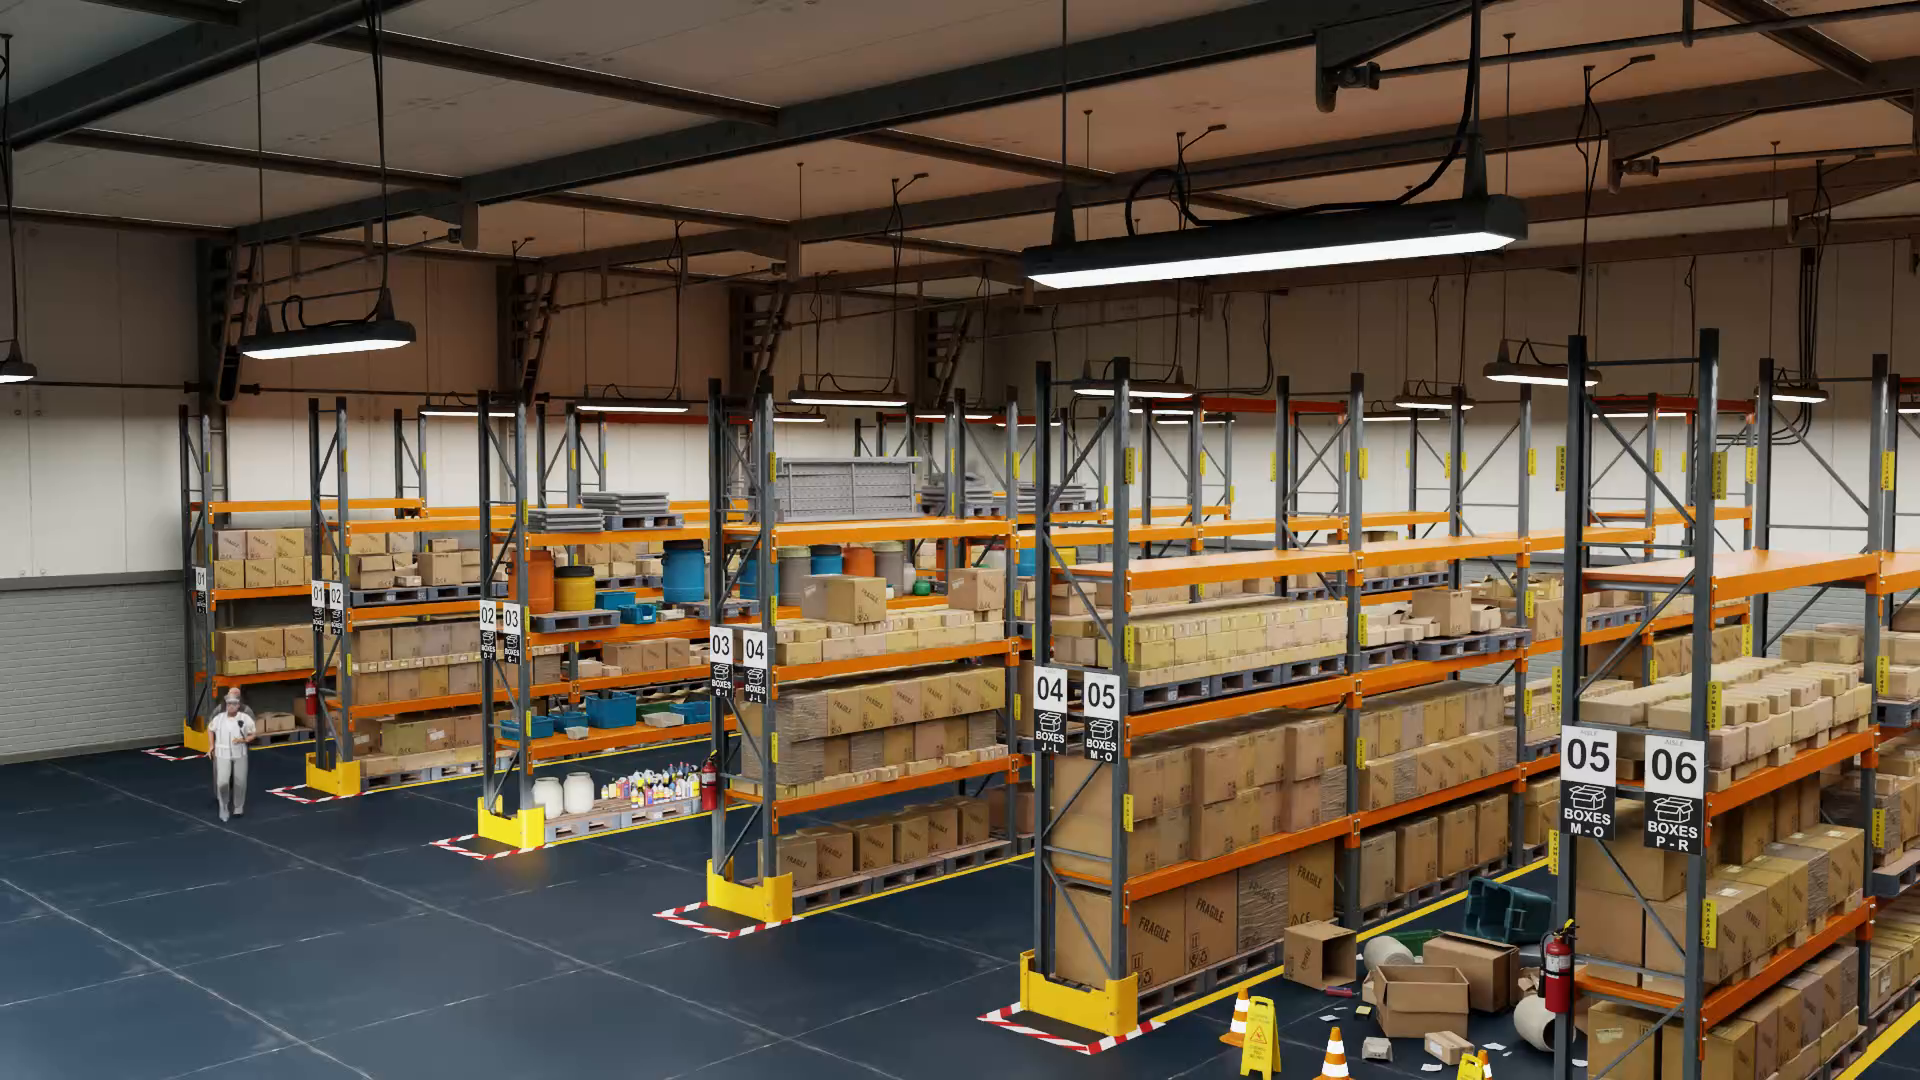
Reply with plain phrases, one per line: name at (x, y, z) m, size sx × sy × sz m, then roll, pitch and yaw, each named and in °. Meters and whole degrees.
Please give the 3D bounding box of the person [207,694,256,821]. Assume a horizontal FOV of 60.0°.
person at (-10.243, 3.054, 23.390) m, size 0.641 × 1.795 × 0.703 m, roll -1°, pitch 3°, yaw -22°

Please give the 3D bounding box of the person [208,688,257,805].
person at (-10.839, 3.038, 24.775) m, size 0.698 × 1.691 × 0.766 m, roll 0°, pitch 3°, yaw -9°

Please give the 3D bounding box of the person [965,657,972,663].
person at (-0.031, 2.342, 32.393) m, size 0.672 × 1.839 × 0.756 m, roll 2°, pitch 4°, yaw 34°
